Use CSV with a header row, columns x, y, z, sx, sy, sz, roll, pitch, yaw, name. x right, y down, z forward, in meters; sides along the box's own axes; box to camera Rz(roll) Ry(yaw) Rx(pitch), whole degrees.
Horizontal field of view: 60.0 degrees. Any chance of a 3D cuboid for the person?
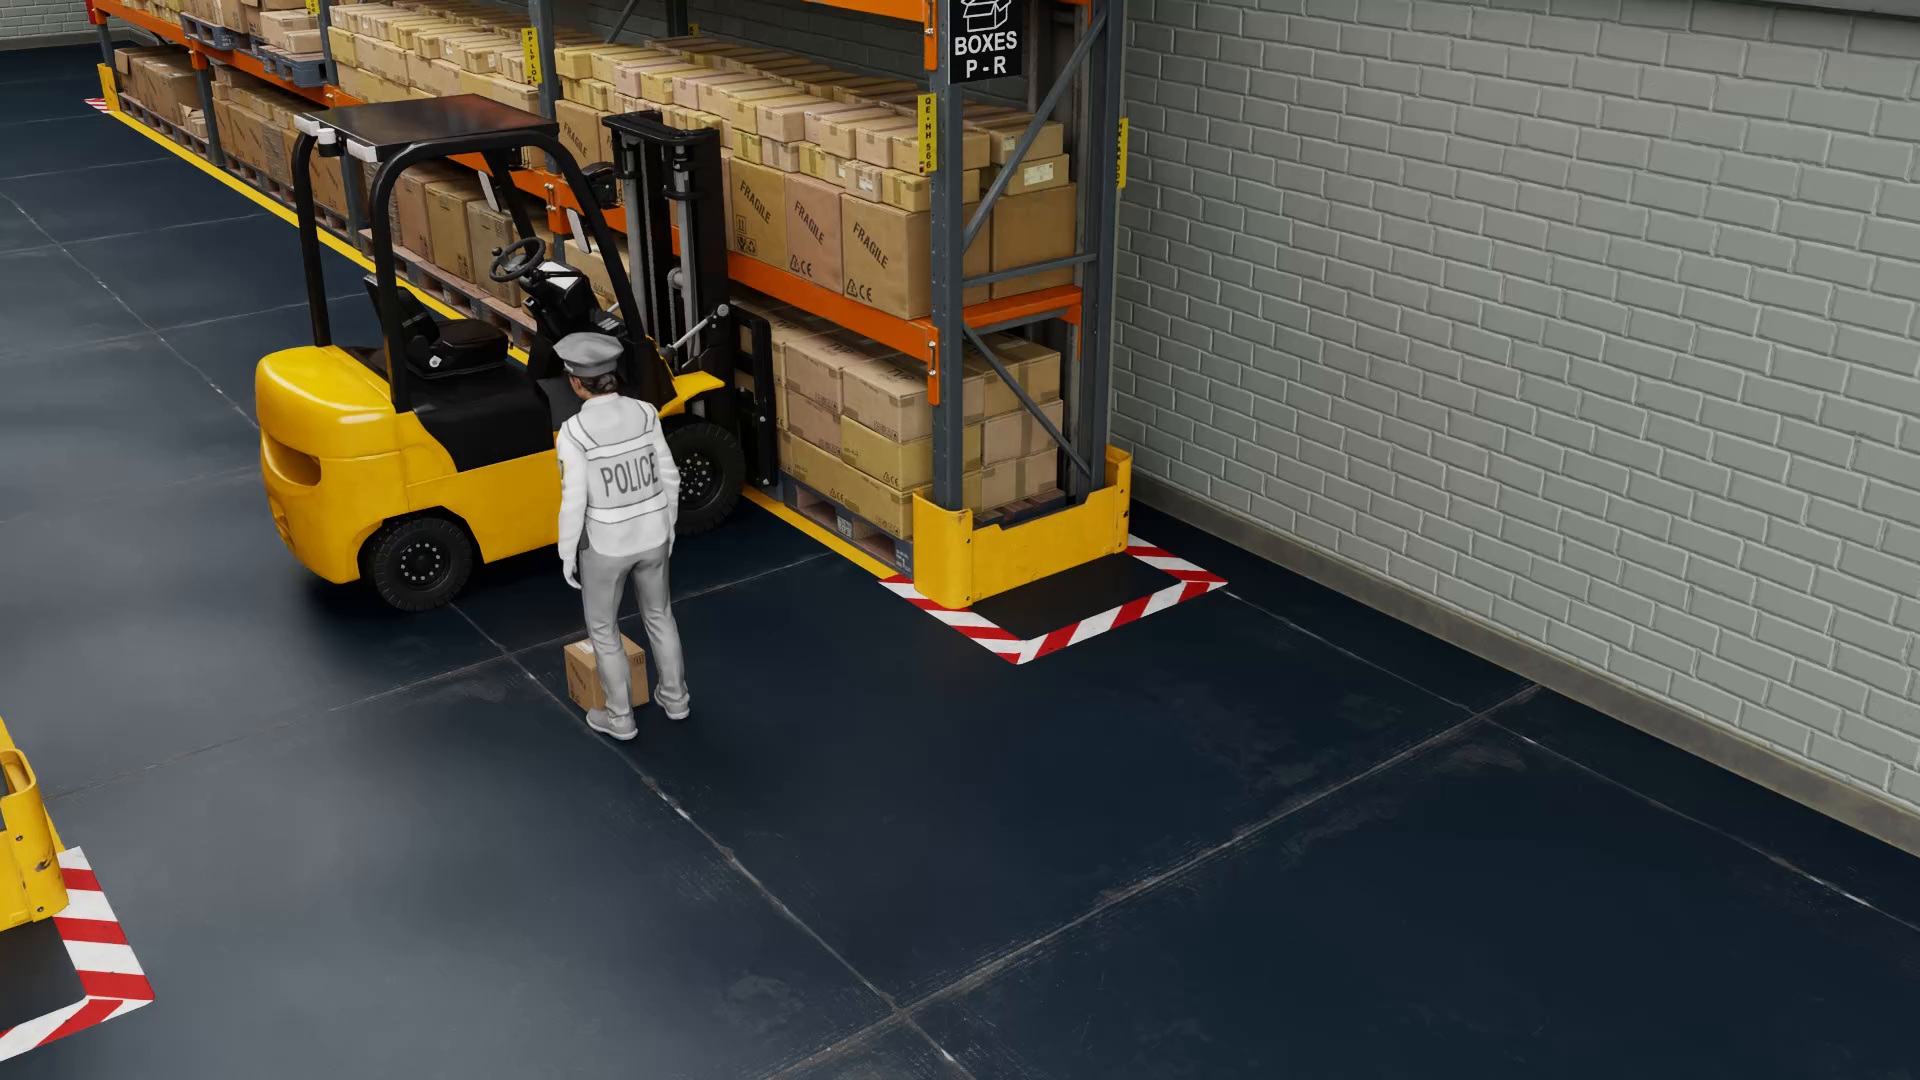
x,y,z,sx,sy,sz,roll,pitch,yaw,name
-1.344,0.005,6.590,0.529,1.664,0.371,-18,30,-33,person
